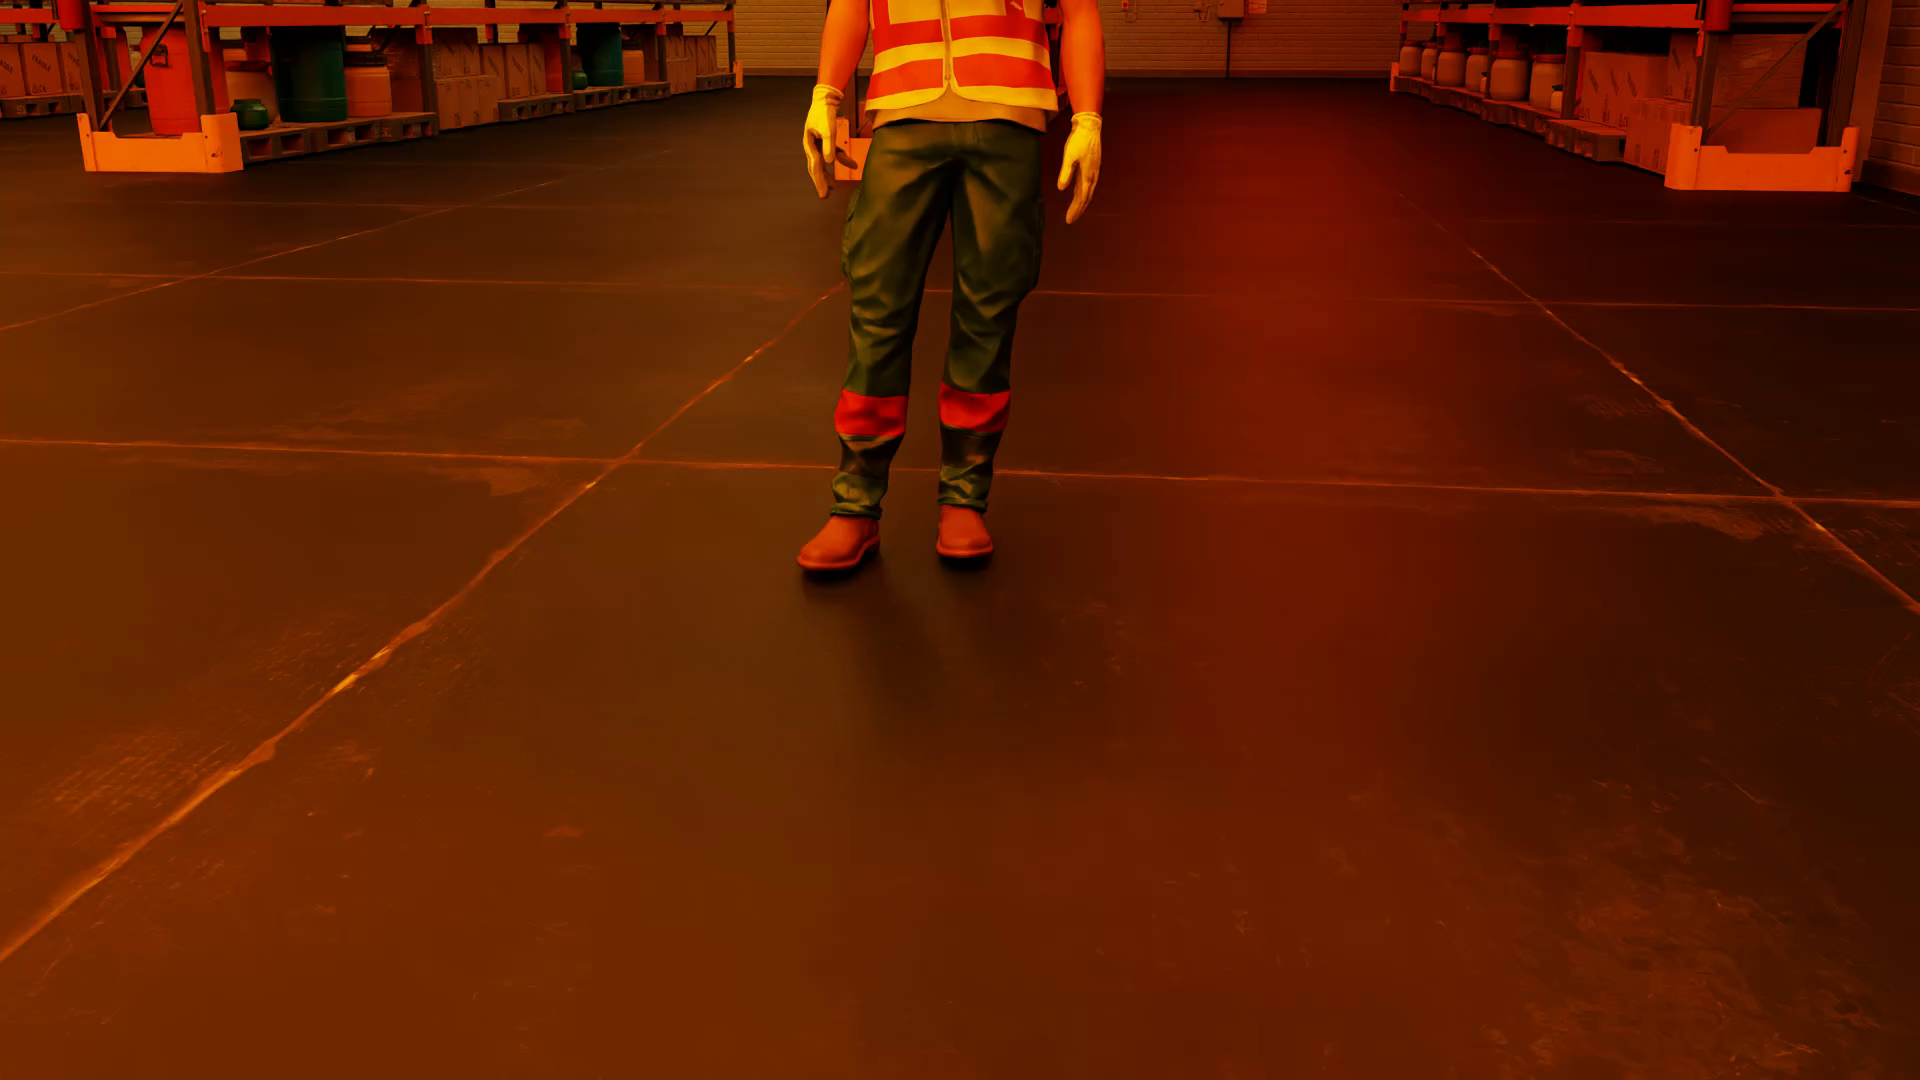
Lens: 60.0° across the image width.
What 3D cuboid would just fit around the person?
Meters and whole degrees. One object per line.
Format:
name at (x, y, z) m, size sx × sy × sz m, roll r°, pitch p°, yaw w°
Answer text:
person at (-0.023, -0.837, 3.480) m, size 0.638 × 1.788 × 0.563 m, roll 2°, pitch 18°, yaw 7°
